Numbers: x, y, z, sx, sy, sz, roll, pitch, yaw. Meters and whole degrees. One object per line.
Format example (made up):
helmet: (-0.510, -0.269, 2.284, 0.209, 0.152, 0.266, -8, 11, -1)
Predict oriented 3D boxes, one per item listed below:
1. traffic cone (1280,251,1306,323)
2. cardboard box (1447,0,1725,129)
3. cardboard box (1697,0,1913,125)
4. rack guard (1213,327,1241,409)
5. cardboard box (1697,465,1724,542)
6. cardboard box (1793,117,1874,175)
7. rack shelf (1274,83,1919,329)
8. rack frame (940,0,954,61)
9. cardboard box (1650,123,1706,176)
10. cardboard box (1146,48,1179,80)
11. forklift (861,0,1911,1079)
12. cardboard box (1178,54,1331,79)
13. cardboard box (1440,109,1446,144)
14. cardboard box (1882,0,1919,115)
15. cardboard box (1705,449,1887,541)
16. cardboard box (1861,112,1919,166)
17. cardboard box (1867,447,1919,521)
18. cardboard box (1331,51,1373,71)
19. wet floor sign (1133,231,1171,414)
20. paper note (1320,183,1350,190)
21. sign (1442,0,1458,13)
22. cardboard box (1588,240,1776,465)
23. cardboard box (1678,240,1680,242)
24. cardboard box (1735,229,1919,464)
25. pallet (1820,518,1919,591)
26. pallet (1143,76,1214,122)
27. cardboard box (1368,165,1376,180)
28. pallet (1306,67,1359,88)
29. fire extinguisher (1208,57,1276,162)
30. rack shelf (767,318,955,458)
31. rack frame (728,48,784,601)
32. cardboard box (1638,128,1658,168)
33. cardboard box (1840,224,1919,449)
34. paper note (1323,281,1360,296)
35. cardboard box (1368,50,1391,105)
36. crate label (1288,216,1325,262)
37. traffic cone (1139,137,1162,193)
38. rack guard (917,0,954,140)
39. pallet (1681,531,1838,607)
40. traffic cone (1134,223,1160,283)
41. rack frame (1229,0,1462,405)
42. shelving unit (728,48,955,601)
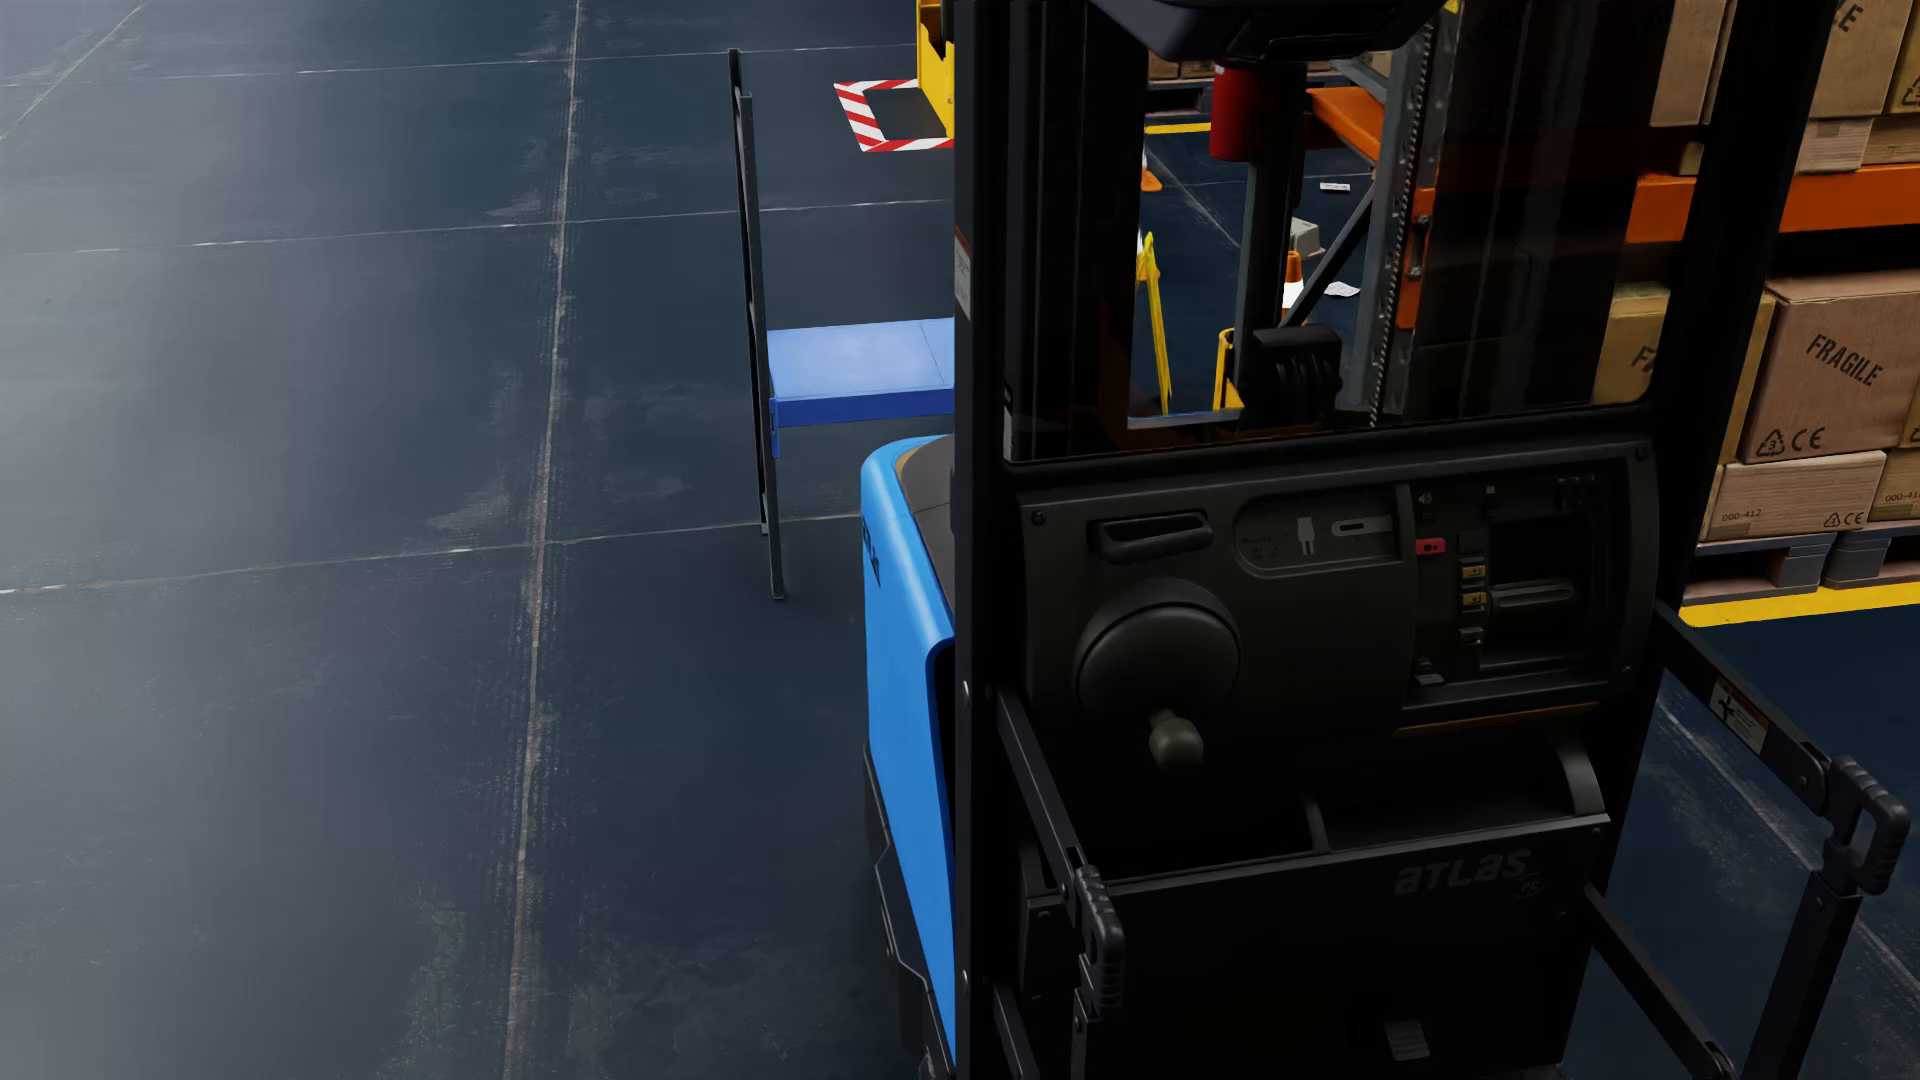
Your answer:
traffic cone: (1.219, -0.858, 6.253, 0.334, 0.463, 0.336, -5, 31, -9)
cardboard box: (1.545, -1.345, 4.187, 0.500, 0.500, 0.500, -6, 31, -10)
cardboard box: (2.053, -1.394, 4.270, 0.500, 0.500, 0.500, -4, 31, -7)
rack guard: (1.103, -0.199, 5.094, 0.348, 0.500, 1.175, -5, 31, -9)
cardboard box: (1.872, -0.201, 4.930, 0.500, 0.250, 0.500, -6, 31, -9)
cardboard box: (2.179, -1.103, 4.414, 0.250, 0.149, 0.380, -5, 31, -8)
rack shelf: (2.996, -1.142, 4.942, 4.000, 0.370, 1.077, -5, 31, -9)
rack frame: (0.038, -3.728, 8.631, 0.127, 3.000, 1.000, -5, 31, -9)
cardboard box: (1.921, -1.103, 4.414, 0.250, 0.149, 0.380, -6, 31, -11)
cardboard box: (0.693, -3.088, 9.224, 0.875, 0.875, 0.875, -5, 31, -9)
forklift: (0.586, 0.133, 2.133, 1.130, 2.935, 3.031, -6, 31, -10)
cardboard box: (1.558, -3.169, 9.362, 0.875, 0.875, 0.875, -6, 31, -10)
cardboard box: (1.400, -1.089, 4.390, 0.250, 0.149, 0.380, -5, 31, -9)
cardboard box: (2.554, -1.441, 4.350, 0.500, 0.500, 0.500, -6, 31, -10)
cardboard box: (2.375, -0.243, 5.003, 0.500, 0.250, 0.500, -4, 31, -7)
cardboard box: (2.428, -1.143, 4.483, 0.250, 0.149, 0.380, -5, 31, -8)
cardboard box: (2.910, -0.300, 5.099, 0.500, 0.250, 0.500, -3, 31, -6)
cardboard box: (2.455, -3.251, 9.502, 0.875, 0.875, 0.875, -5, 31, -9)
wet floor sign: (0.649, -0.770, 5.924, 0.232, 0.644, 0.267, 5, 31, 8)
paper note: (1.845, -1.740, 8.181, 0.142, 0.017, 0.144, 5, 31, 8)
sign: (1.127, -1.372, 3.770, 0.005, 0.325, 0.100, -5, 31, -9)
cardboard box: (1.895, -0.526, 4.744, 0.500, 0.500, 0.500, -6, 31, -11)
cardboard box: (2.282, -0.841, 5.279, 0.500, 0.500, 0.500, -4, 31, -7)
cardboard box: (2.409, -0.576, 4.829, 0.500, 0.500, 0.500, -6, 31, -11)
pallet: (3.106, -0.240, 5.450, 1.213, 0.211, 1.003, -5, 31, -9)
pallet: (0.810, -2.638, 9.528, 1.213, 0.211, 1.003, -5, 31, -9)
cardboard box: (2.300, -1.616, 7.501, 0.797, 0.503, 0.637, 23, 37, 33)
pallet: (2.008, -2.747, 9.714, 1.213, 0.211, 1.003, -5, 31, -9)
fire extinguisher: (0.833, -1.455, 4.842, 0.183, 0.674, 0.296, -5, 31, -9)
rack shelf: (-0.084, -0.484, 4.948, 1.000, 0.185, 0.538, -5, 31, -9)
rack frame: (-0.584, -0.592, 4.778, 0.032, 1.500, 0.500, -5, 31, -9)
cardboard box: (1.646, -1.119, 4.441, 0.250, 0.149, 0.380, -5, 31, -8)
cardboard box: (2.904, -0.618, 4.900, 0.500, 0.500, 0.500, -5, 31, -8)
paper note: (1.600, -1.068, 7.036, 0.142, 0.019, 0.148, -17, 34, -26)
cardboard box: (1.358, -1.302, 4.752, 0.250, 0.149, 0.380, -4, 31, -7)
crate label: (1.447, -1.343, 7.398, 0.298, 0.136, 0.250, -23, 38, -34)
traffic cone: (0.816, -1.975, 8.152, 0.334, 0.463, 0.336, -5, 31, -9)
rack guard: (0.014, -2.648, 9.260, 0.348, 0.500, 1.175, -5, 31, -9)
pallet: (1.909, -0.131, 5.264, 1.213, 0.211, 1.003, -5, 31, -9)
traffic cone: (0.685, -1.380, 7.141, 0.334, 0.463, 0.336, -5, 31, -9)
rack frame: (1.029, -1.269, 4.449, 0.127, 3.000, 1.000, -5, 31, -9)
shelving unit: (-0.084, -0.639, 4.857, 1.048, 1.500, 0.538, -5, 31, -9)
